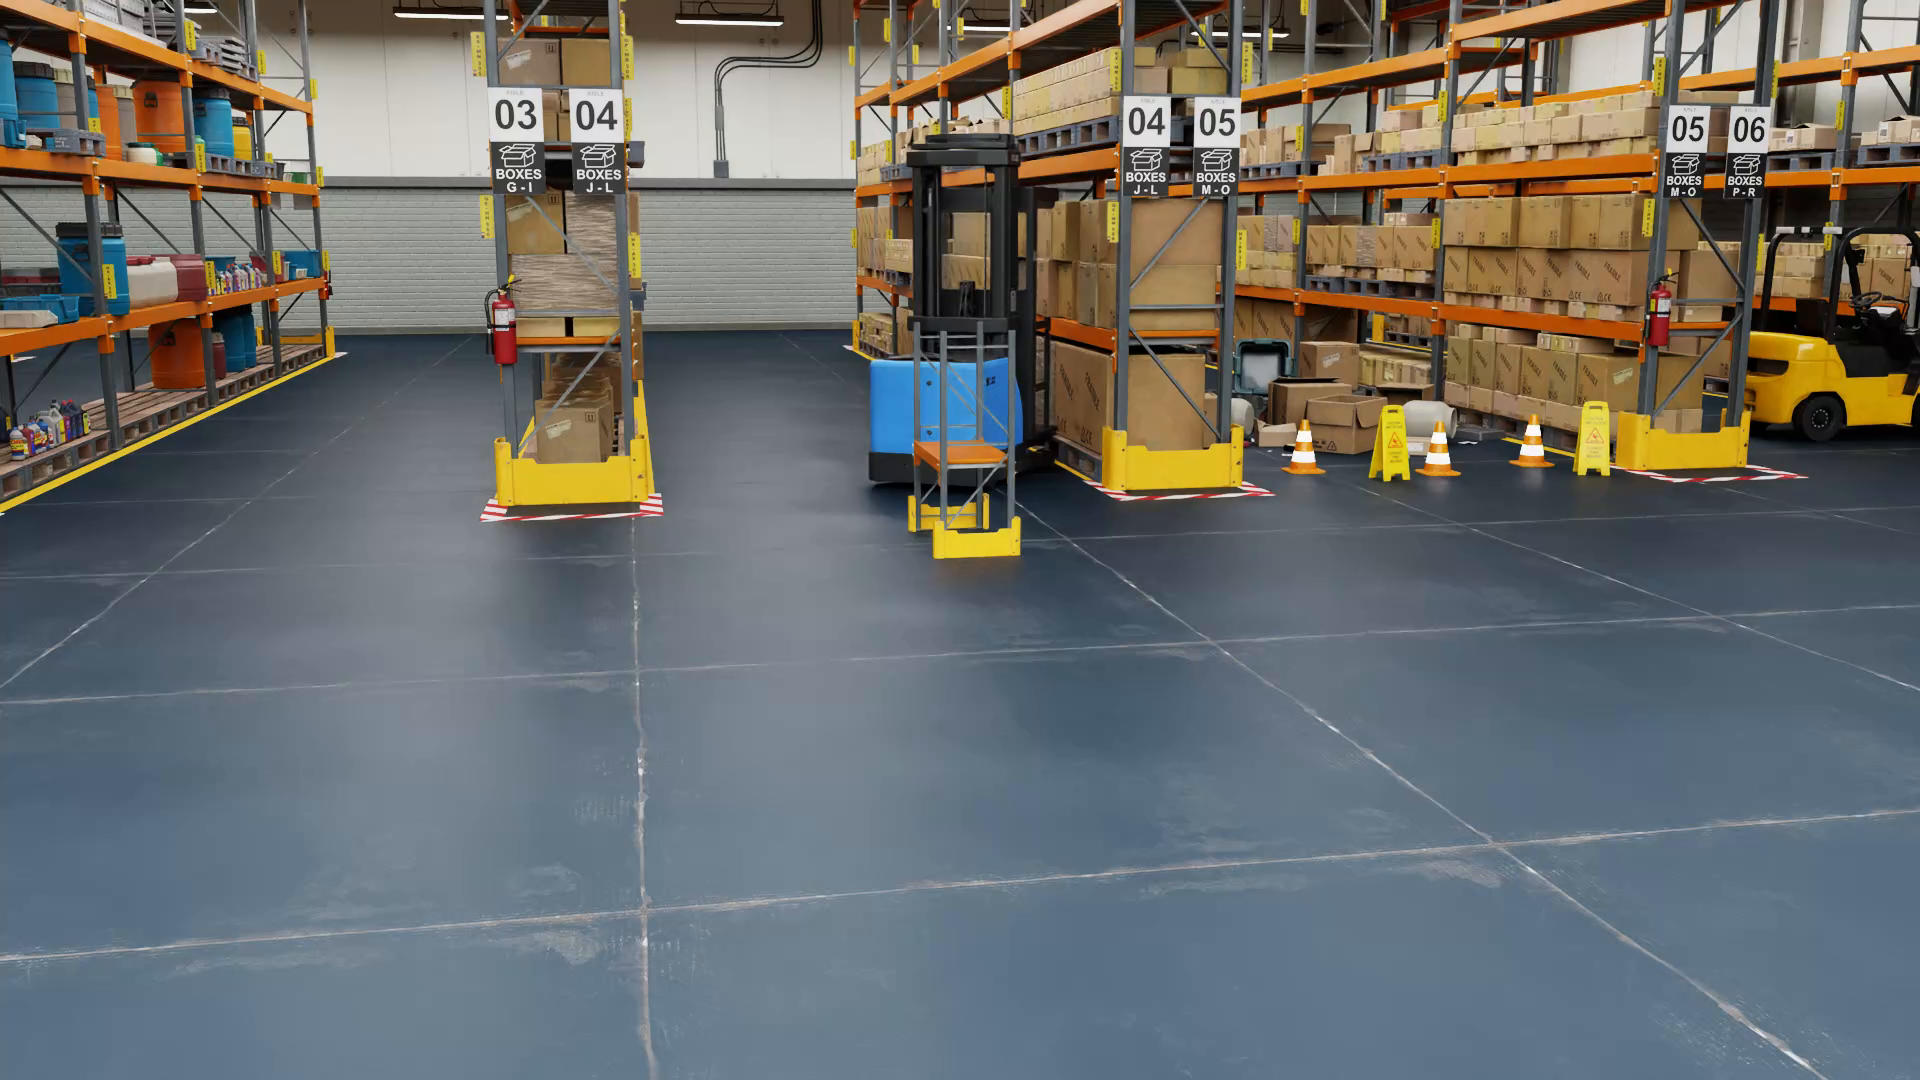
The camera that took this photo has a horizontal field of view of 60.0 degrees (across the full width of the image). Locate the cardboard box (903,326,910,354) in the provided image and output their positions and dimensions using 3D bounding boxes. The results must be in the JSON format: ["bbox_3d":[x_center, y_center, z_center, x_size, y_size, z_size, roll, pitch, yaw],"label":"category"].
[{"bbox_3d":[-0.551,-2.878,24.358,0.500,0.500,0.500,-2,11,-8],"label":"cardboard box"}]

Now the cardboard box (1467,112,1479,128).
[{"bbox_3d":[5.673,-4.499,17.827,0.380,0.149,0.250,-2,11,-9],"label":"cardboard box"}]

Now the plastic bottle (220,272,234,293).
[{"bbox_3d":[-9.541,-3.351,21.611,0.152,0.276,0.135,-2,11,-11],"label":"plastic bottle"}]

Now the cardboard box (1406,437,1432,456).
[{"bbox_3d":[4.395,-0.906,16.058,0.380,0.149,0.250,4,11,18],"label":"cardboard box"}]

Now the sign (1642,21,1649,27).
[{"bbox_3d":[9.413,-7.211,22.808,0.100,0.325,0.005,-2,11,-11],"label":"sign"}]

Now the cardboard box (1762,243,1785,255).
[{"bbox_3d":[10.192,-3.614,20.658,0.380,0.149,0.250,-2,11,-13],"label":"cardboard box"}]

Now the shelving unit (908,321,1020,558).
[{"bbox_3d":[0.015,-0.723,11.483,0.587,1.500,1.083,-2,11,-11],"label":"shelving unit"}]

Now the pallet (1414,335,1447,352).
[{"bbox_3d":[8.792,-3.502,29.531,1.003,0.211,1.213,-2,11,-11],"label":"pallet"}]

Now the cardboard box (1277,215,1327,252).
[{"bbox_3d":[4.718,-4.232,22.970,0.500,0.500,0.500,-2,11,-13],"label":"cardboard box"}]

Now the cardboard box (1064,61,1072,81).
[{"bbox_3d":[1.150,-4.221,14.977,0.380,0.149,0.250,-2,11,-12],"label":"cardboard box"}]

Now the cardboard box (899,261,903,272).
[{"bbox_3d":[-0.654,-3.897,23.695,0.380,0.149,0.250,-2,11,-12],"label":"cardboard box"}]

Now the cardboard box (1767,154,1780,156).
[{"bbox_3d":[10.475,-5.109,21.726,0.380,0.166,0.250,-2,11,-11],"label":"cardboard box"}]

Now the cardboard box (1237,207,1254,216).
[{"bbox_3d":[4.490,-5.267,26.669,0.380,0.149,0.250,-2,11,-12],"label":"cardboard box"}]

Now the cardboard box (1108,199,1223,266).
[{"bbox_3d":[1.761,-2.615,14.122,0.875,0.550,0.550,-2,11,-11],"label":"cardboard box"}]

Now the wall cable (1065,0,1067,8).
[{"bbox_3d":[1.109,-12.257,34.380,2.355,3.000,0.029,-2,11,-11],"label":"wall cable"}]

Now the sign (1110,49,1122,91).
[{"bbox_3d":[1.260,-3.793,13.426,0.100,0.325,0.005,-2,11,-11],"label":"sign"}]

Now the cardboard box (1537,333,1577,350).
[{"bbox_3d":[5.987,-1.979,16.563,0.380,0.149,0.250,-2,11,-9],"label":"cardboard box"}]

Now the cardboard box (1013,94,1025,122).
[{"bbox_3d":[0.838,-4.376,16.859,0.500,0.250,0.500,-2,11,-11],"label":"cardboard box"}]

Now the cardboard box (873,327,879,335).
[{"bbox_3d":[-1.246,-3.532,27.936,0.380,0.149,0.250,-3,11,-14],"label":"cardboard box"}]

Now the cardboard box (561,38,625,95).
[{"bbox_3d":[-3.114,-3.976,14.140,0.500,0.500,0.500,-2,11,-11],"label":"cardboard box"}]

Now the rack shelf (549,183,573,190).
[{"bbox_3d":[-5.035,-4.733,22.445,1.077,0.370,4.000,-2,11,-11],"label":"rack shelf"}]

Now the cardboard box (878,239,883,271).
[{"bbox_3d":[-1.010,-4.511,26.311,0.500,0.500,0.500,-2,11,-13],"label":"cardboard box"}]

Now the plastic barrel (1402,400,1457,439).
[{"bbox_3d":[4.744,-1.198,16.857,0.512,0.421,0.421,6,12,28],"label":"plastic barrel"}]

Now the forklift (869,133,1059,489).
[{"bbox_3d":[0.233,-2.099,14.885,1.130,2.935,3.031,4,12,21],"label":"forklift"}]

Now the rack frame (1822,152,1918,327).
[{"bbox_3d":[10.721,-3.054,19.722,1.000,3.000,0.127,-2,11,-11],"label":"rack frame"}]

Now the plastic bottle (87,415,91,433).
[{"bbox_3d":[-8.350,-1.119,15.861,0.097,0.201,0.097,0,11,0],"label":"plastic bottle"}]

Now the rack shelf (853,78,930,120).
[{"bbox_3d":[-0.928,-7.101,26.869,1.077,0.370,4.000,-2,11,-11],"label":"rack shelf"}]

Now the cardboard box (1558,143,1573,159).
[{"bbox_3d":[6.066,-3.781,16.188,0.380,0.149,0.250,-2,11,-13],"label":"cardboard box"}]

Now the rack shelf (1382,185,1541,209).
[{"bbox_3d":[8.776,-6.009,29.145,1.077,0.370,4.000,-2,11,-11],"label":"rack shelf"}]

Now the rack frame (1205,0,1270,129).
[{"bbox_3d":[4.297,-7.288,25.918,1.000,3.000,0.127,-2,11,-11],"label":"rack frame"}]

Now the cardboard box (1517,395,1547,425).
[{"bbox_3d":[6.010,-1.325,16.865,0.500,0.250,0.500,-3,11,-13],"label":"cardboard box"}]

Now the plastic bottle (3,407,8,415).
[{"bbox_3d":[-8.900,-1.086,15.467,0.061,0.283,0.133,-2,11,-11],"label":"plastic bottle"}]

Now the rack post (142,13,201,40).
[{"bbox_3d":[-9.685,-6.108,19.921,0.954,0.300,0.937,-2,11,-11],"label":"rack post"}]

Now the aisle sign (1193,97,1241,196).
[{"bbox_3d":[2.103,-3.216,13.618,0.394,0.787,0.004,-2,11,-11],"label":"aisle sign"}]

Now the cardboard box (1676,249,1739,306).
[{"bbox_3d":[6.811,-2.432,15.388,0.500,0.500,0.500,-2,11,-12],"label":"cardboard box"}]

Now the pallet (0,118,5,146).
[{"bbox_3d":[-8.013,-3.135,12.629,1.003,0.211,1.213,-2,11,-11],"label":"pallet"}]

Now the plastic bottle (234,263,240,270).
[{"bbox_3d":[-9.924,-3.614,22.793,0.144,0.351,0.185,-2,11,-11],"label":"plastic bottle"}]

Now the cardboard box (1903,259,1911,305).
[{"bbox_3d":[10.768,-2.825,18.249,0.500,0.500,0.500,-2,11,-12],"label":"cardboard box"}]

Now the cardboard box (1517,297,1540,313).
[{"bbox_3d":[5.916,-2.400,16.957,0.380,0.149,0.250,-2,11,-11],"label":"cardboard box"}]

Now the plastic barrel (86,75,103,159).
[{"bbox_3d":[-9.292,-4.378,17.312,0.600,0.901,0.708,-2,11,-11],"label":"plastic barrel"}]

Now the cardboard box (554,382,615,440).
[{"bbox_3d":[-3.513,-1.201,15.544,0.500,0.500,0.500,-3,11,-16],"label":"cardboard box"}]

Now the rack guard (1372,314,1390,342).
[{"bbox_3d":[8.402,-4.013,31.446,1.175,0.500,0.348,-2,11,-11],"label":"rack guard"}]

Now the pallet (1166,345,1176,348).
[{"bbox_3d":[3.985,-3.337,28.665,1.003,0.211,1.213,-2,11,-11],"label":"pallet"}]

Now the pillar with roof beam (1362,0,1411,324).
[{"bbox_3d":[4.524,-8.573,32.672,9.100,9.000,0.548,-2,11,-11],"label":"pillar with roof beam"}]

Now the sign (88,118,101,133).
[{"bbox_3d":[-8.184,-3.829,15.743,0.100,0.325,0.005,-2,11,-11],"label":"sign"}]

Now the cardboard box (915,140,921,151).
[{"bbox_3d":[-0.324,-5.210,22.755,0.500,0.500,0.500,-2,11,-11],"label":"cardboard box"}]

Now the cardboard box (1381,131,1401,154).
[{"bbox_3d":[5.406,-4.768,19.979,0.500,0.250,0.500,-2,11,-10],"label":"cardboard box"}]

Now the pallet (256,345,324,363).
[{"bbox_3d":[-10.938,-3.011,26.952,1.003,0.211,1.213,-2,11,-11],"label":"pallet"}]

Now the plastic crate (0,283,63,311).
[{"bbox_3d":[-8.749,-2.202,15.407,0.767,0.338,0.504,-2,11,-11],"label":"plastic crate"}]

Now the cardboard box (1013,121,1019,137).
[{"bbox_3d":[0.754,-4.201,17.005,0.380,0.149,0.250,-2,11,-12],"label":"cardboard box"}]

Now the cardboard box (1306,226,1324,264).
[{"bbox_3d":[4.935,-3.917,22.070,0.500,0.500,0.500,-2,11,-13],"label":"cardboard box"}]

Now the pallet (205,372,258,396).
[{"bbox_3d":[-9.932,-2.063,21.970,1.003,0.211,1.213,-2,11,-11],"label":"pallet"}]
